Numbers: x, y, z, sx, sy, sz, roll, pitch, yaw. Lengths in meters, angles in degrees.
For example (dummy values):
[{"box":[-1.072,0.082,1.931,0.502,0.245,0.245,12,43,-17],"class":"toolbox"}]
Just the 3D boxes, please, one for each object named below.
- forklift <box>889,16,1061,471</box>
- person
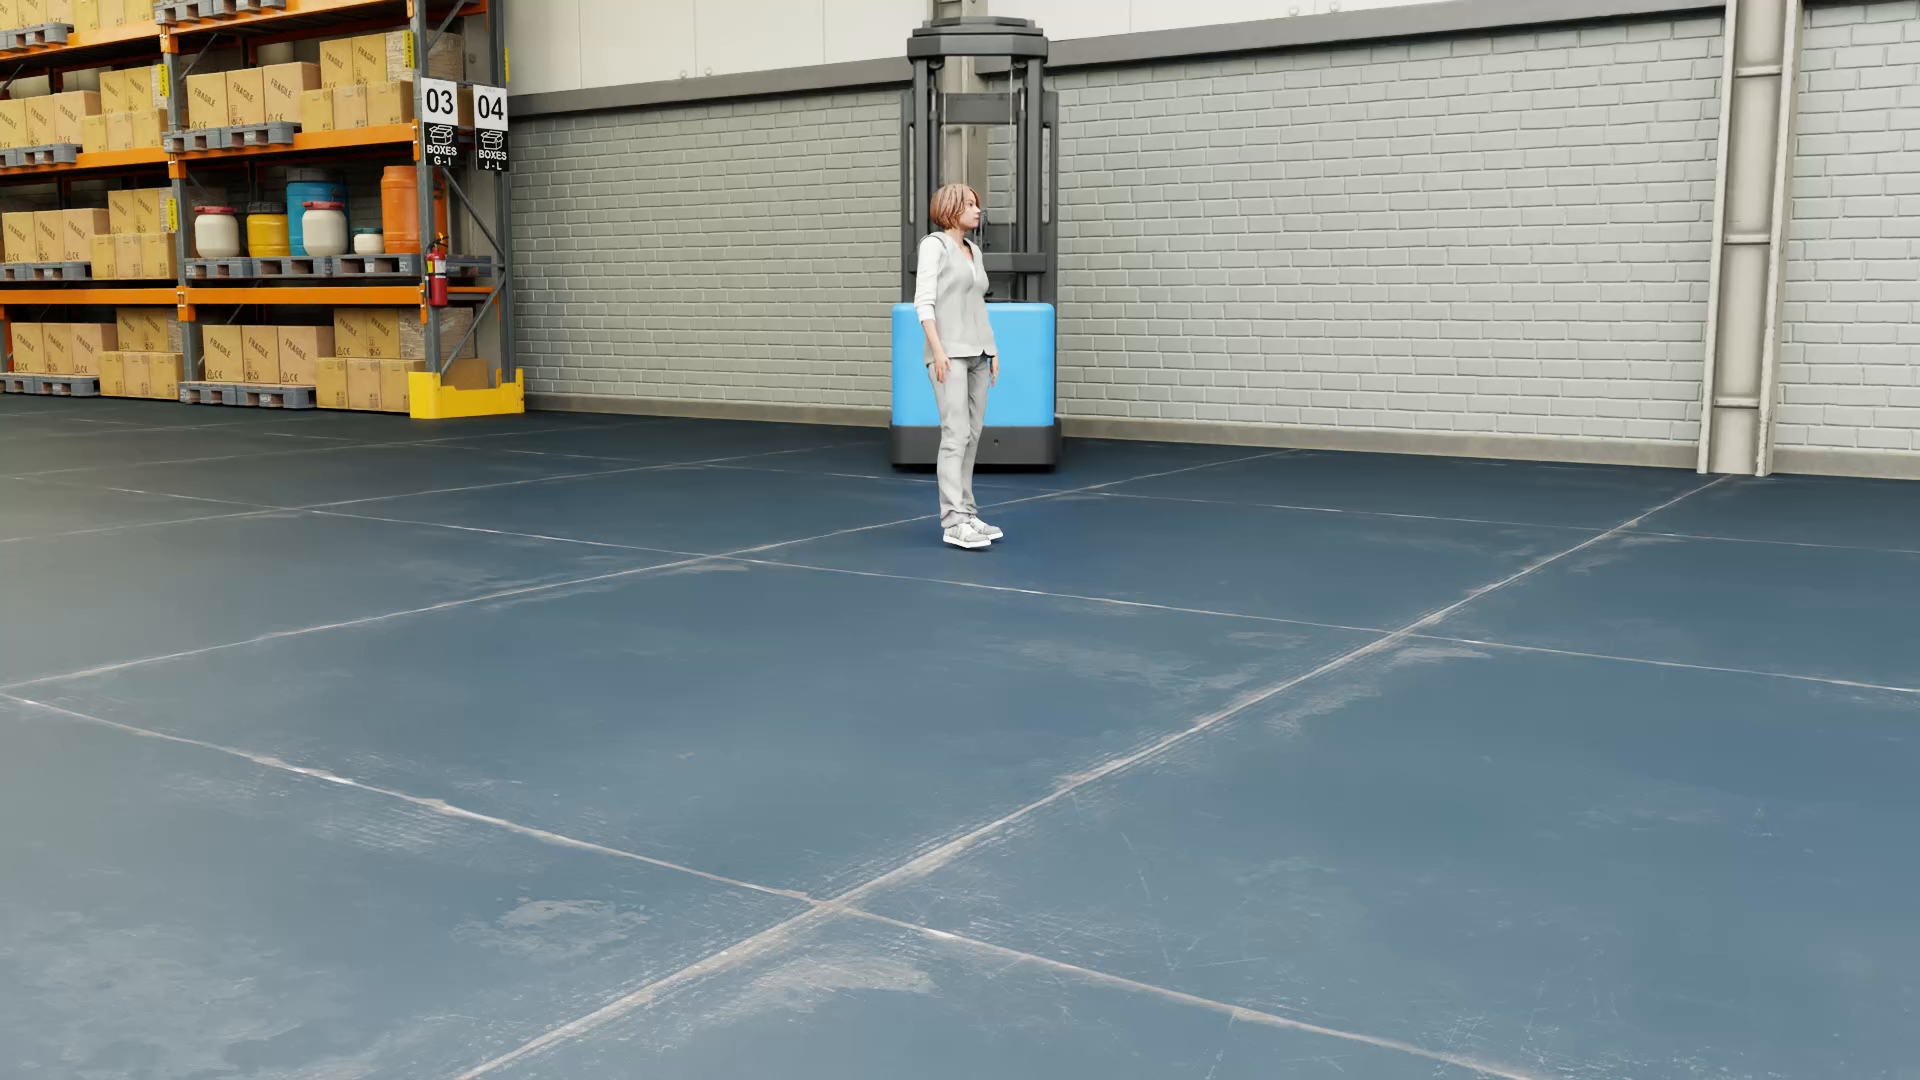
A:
[{"box":[0.146,-2.069,11.743,1.130,2.935,3.031,0,8,3],"class":"forklift"},{"box":[0.054,-0.790,7.438,0.473,1.599,0.521,5,10,34],"class":"person"}]
